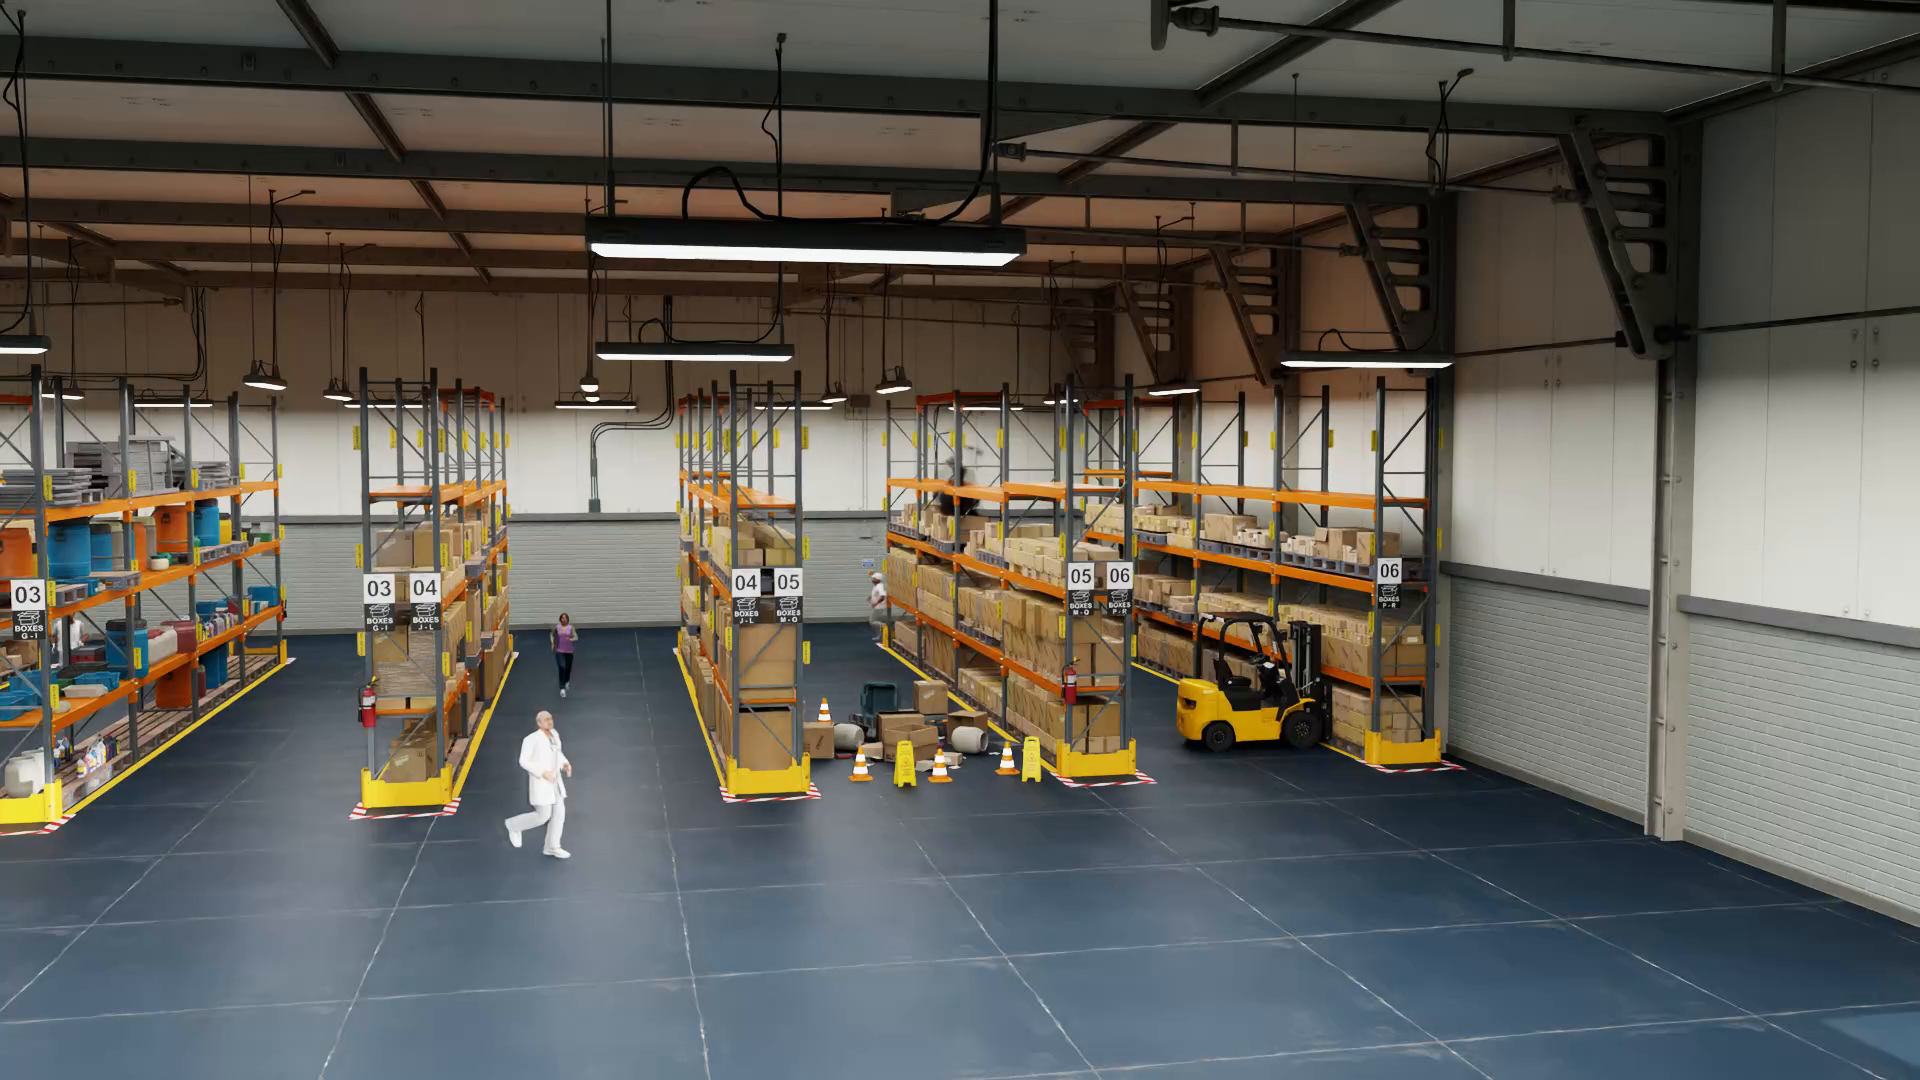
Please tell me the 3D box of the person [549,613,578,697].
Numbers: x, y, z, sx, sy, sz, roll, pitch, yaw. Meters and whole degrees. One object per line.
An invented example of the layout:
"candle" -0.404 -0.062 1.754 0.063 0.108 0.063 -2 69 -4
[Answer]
"person" -7.800 2.232 32.770 0.524 1.611 0.842 -1 4 -20

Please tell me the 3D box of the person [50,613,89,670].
"person" -17.578 2.184 32.837 0.686 1.733 0.599 -2 4 -27

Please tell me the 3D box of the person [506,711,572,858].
"person" -5.062 2.939 20.123 0.835 1.768 0.717 2 4 26

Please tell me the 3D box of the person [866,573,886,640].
"person" -2.051 1.672 41.704 0.625 1.708 0.726 0 3 2
